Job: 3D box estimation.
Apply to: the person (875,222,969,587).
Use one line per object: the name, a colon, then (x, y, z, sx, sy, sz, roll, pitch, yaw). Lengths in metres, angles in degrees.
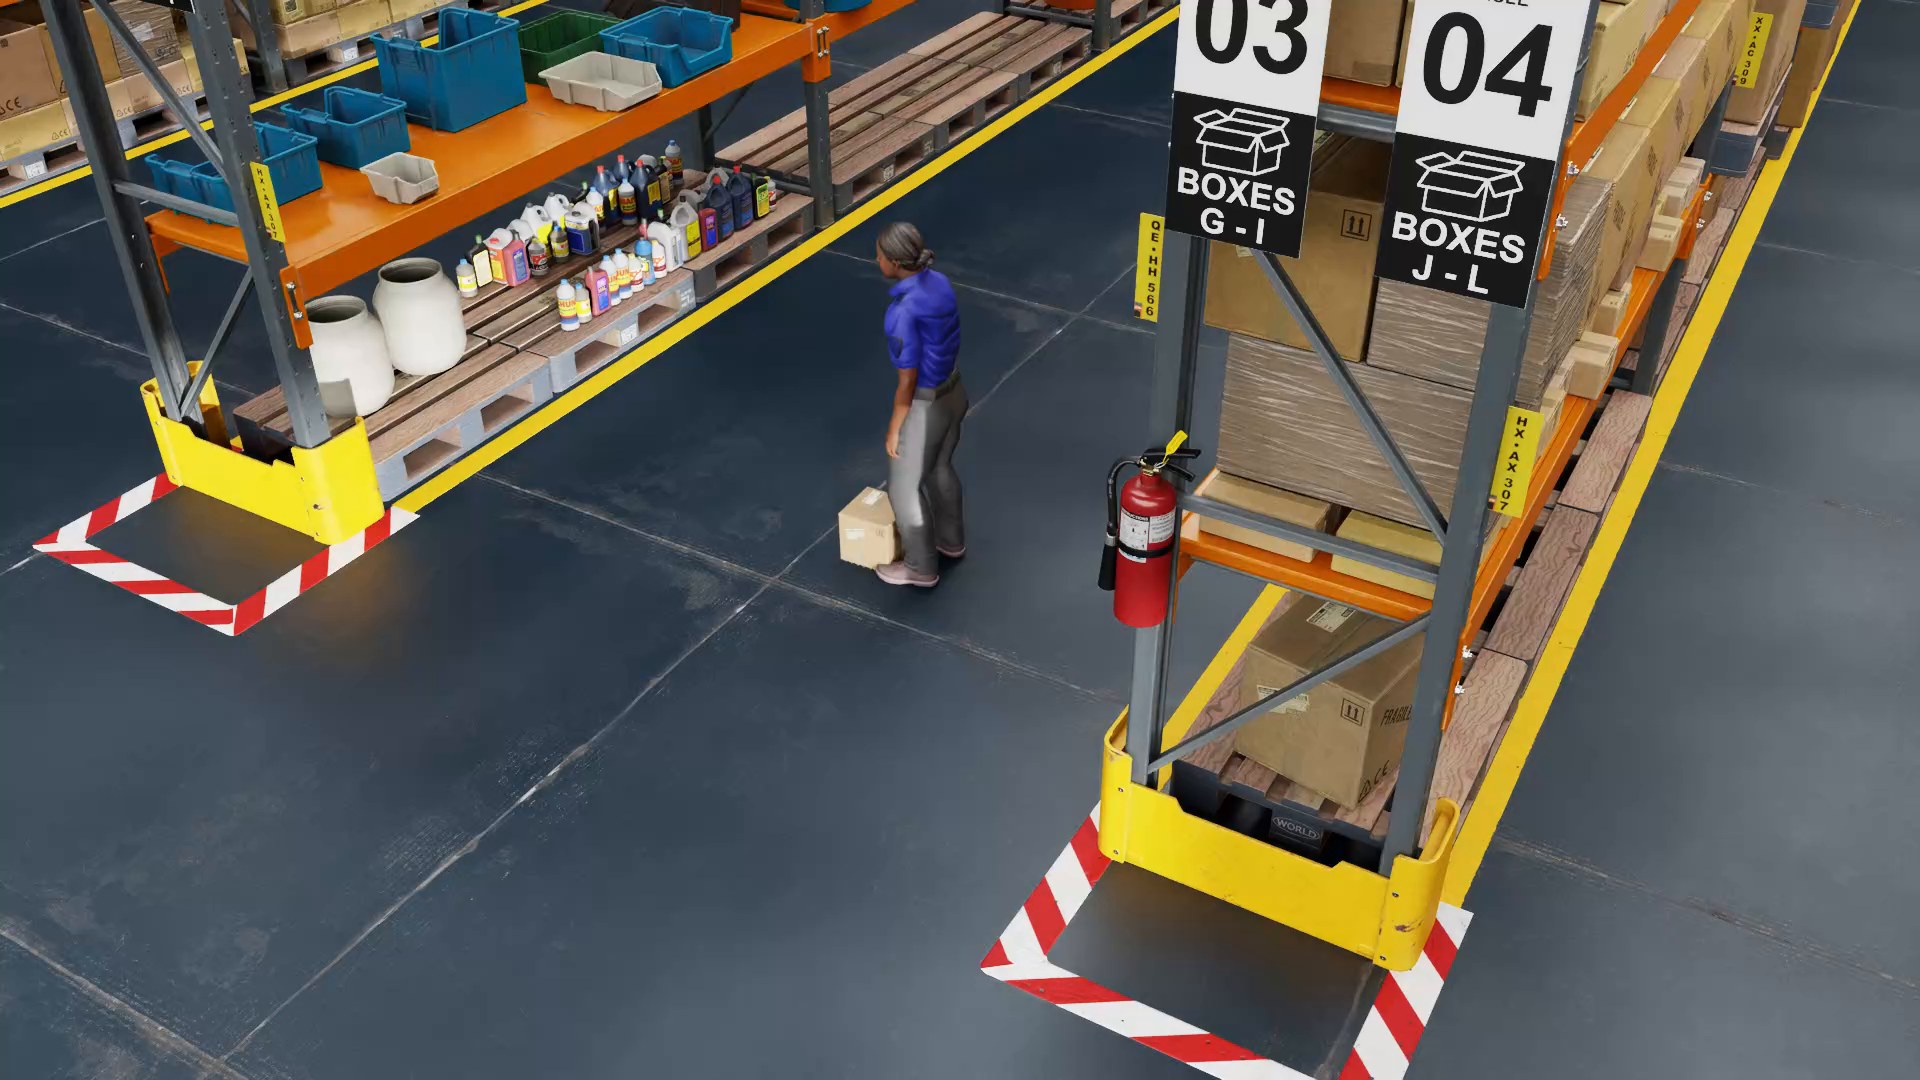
person: (-0.161, -0.562, 6.971, 0.350, 1.653, 0.527, 16, 37, 21)
